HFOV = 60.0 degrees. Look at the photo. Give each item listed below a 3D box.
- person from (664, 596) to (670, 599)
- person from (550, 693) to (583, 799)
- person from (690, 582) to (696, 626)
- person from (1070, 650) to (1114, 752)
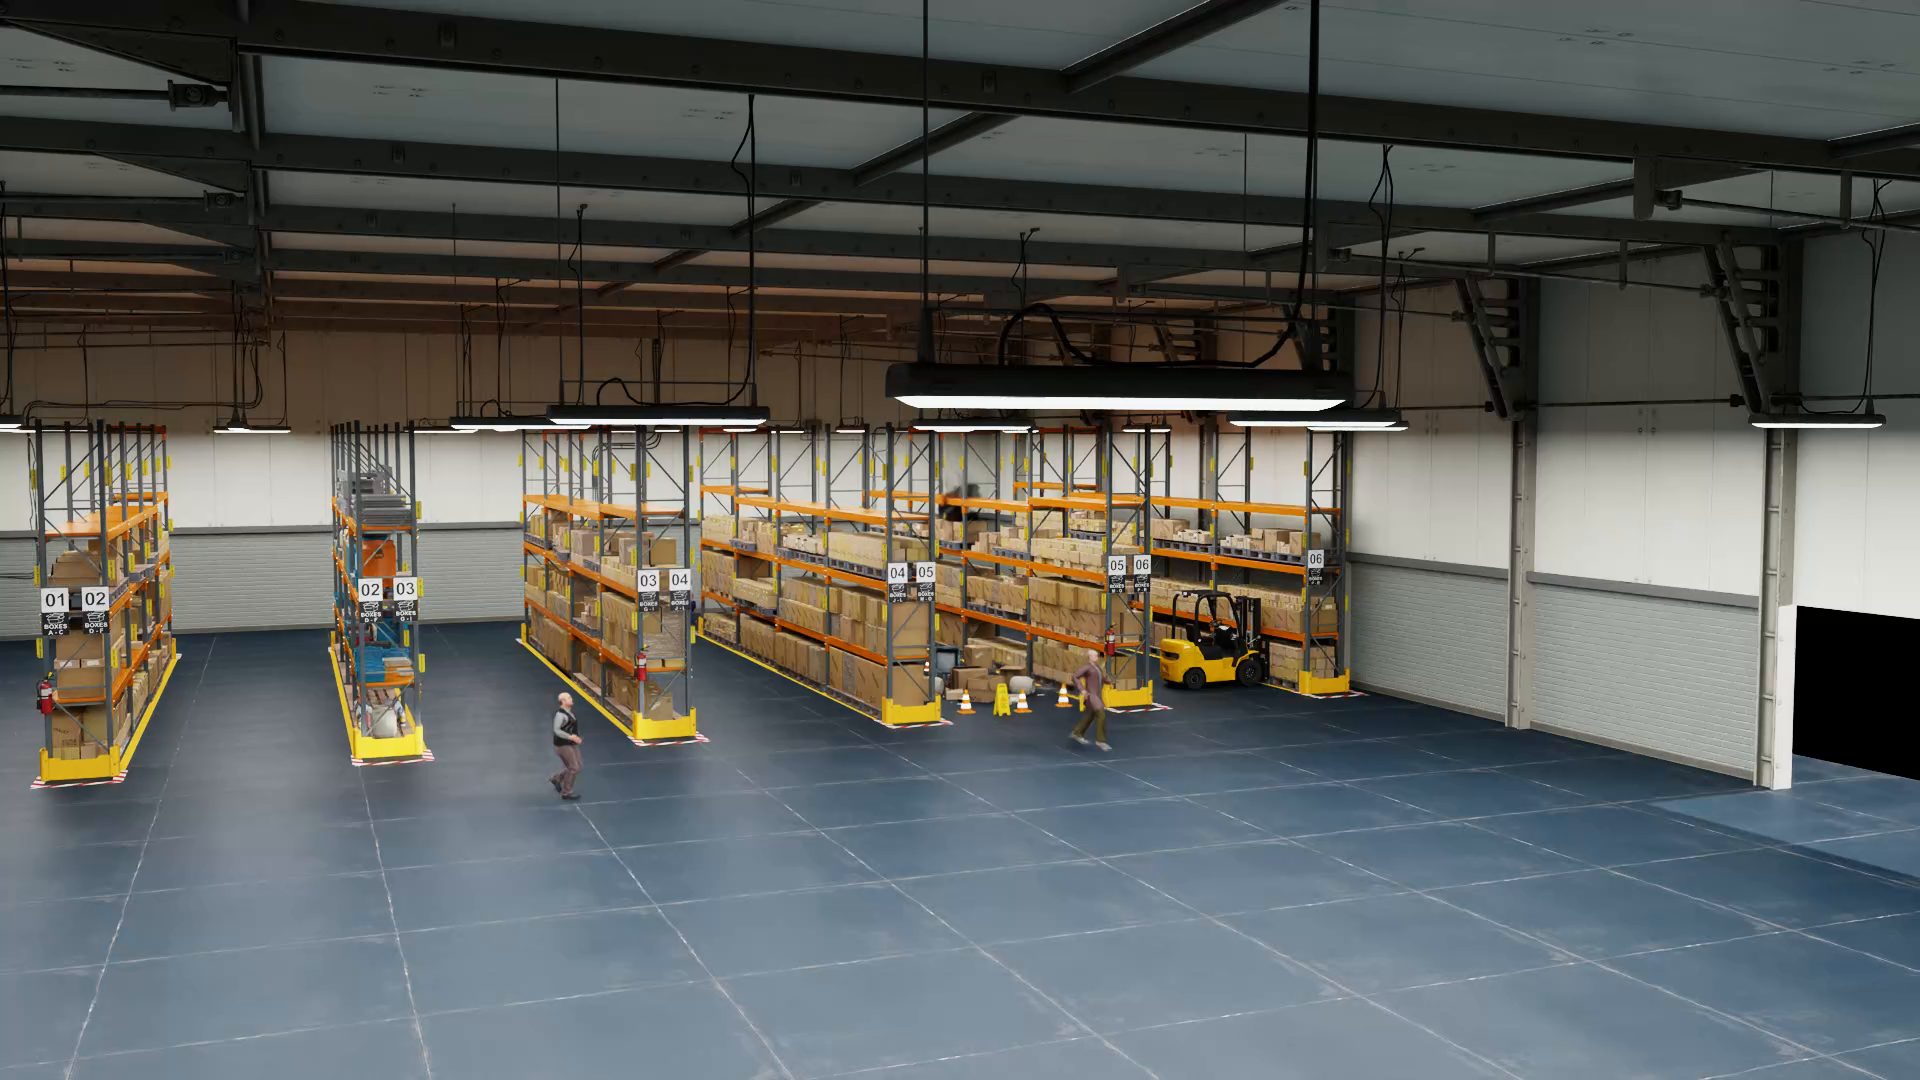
[{"bbox_3d":[-8.026,1.985,45.995,0.738,1.788,0.747,-1,4,-16],"label":"person"},{"bbox_3d":[-6.207,3.243,26.235,0.587,1.681,0.678,0,4,3],"label":"person"},{"bbox_3d":[-8.104,1.898,49.180,0.435,1.555,0.840,-1,4,-18],"label":"person"},{"bbox_3d":[2.413,2.921,30.414,0.903,1.832,0.680,2,4,24],"label":"person"}]
